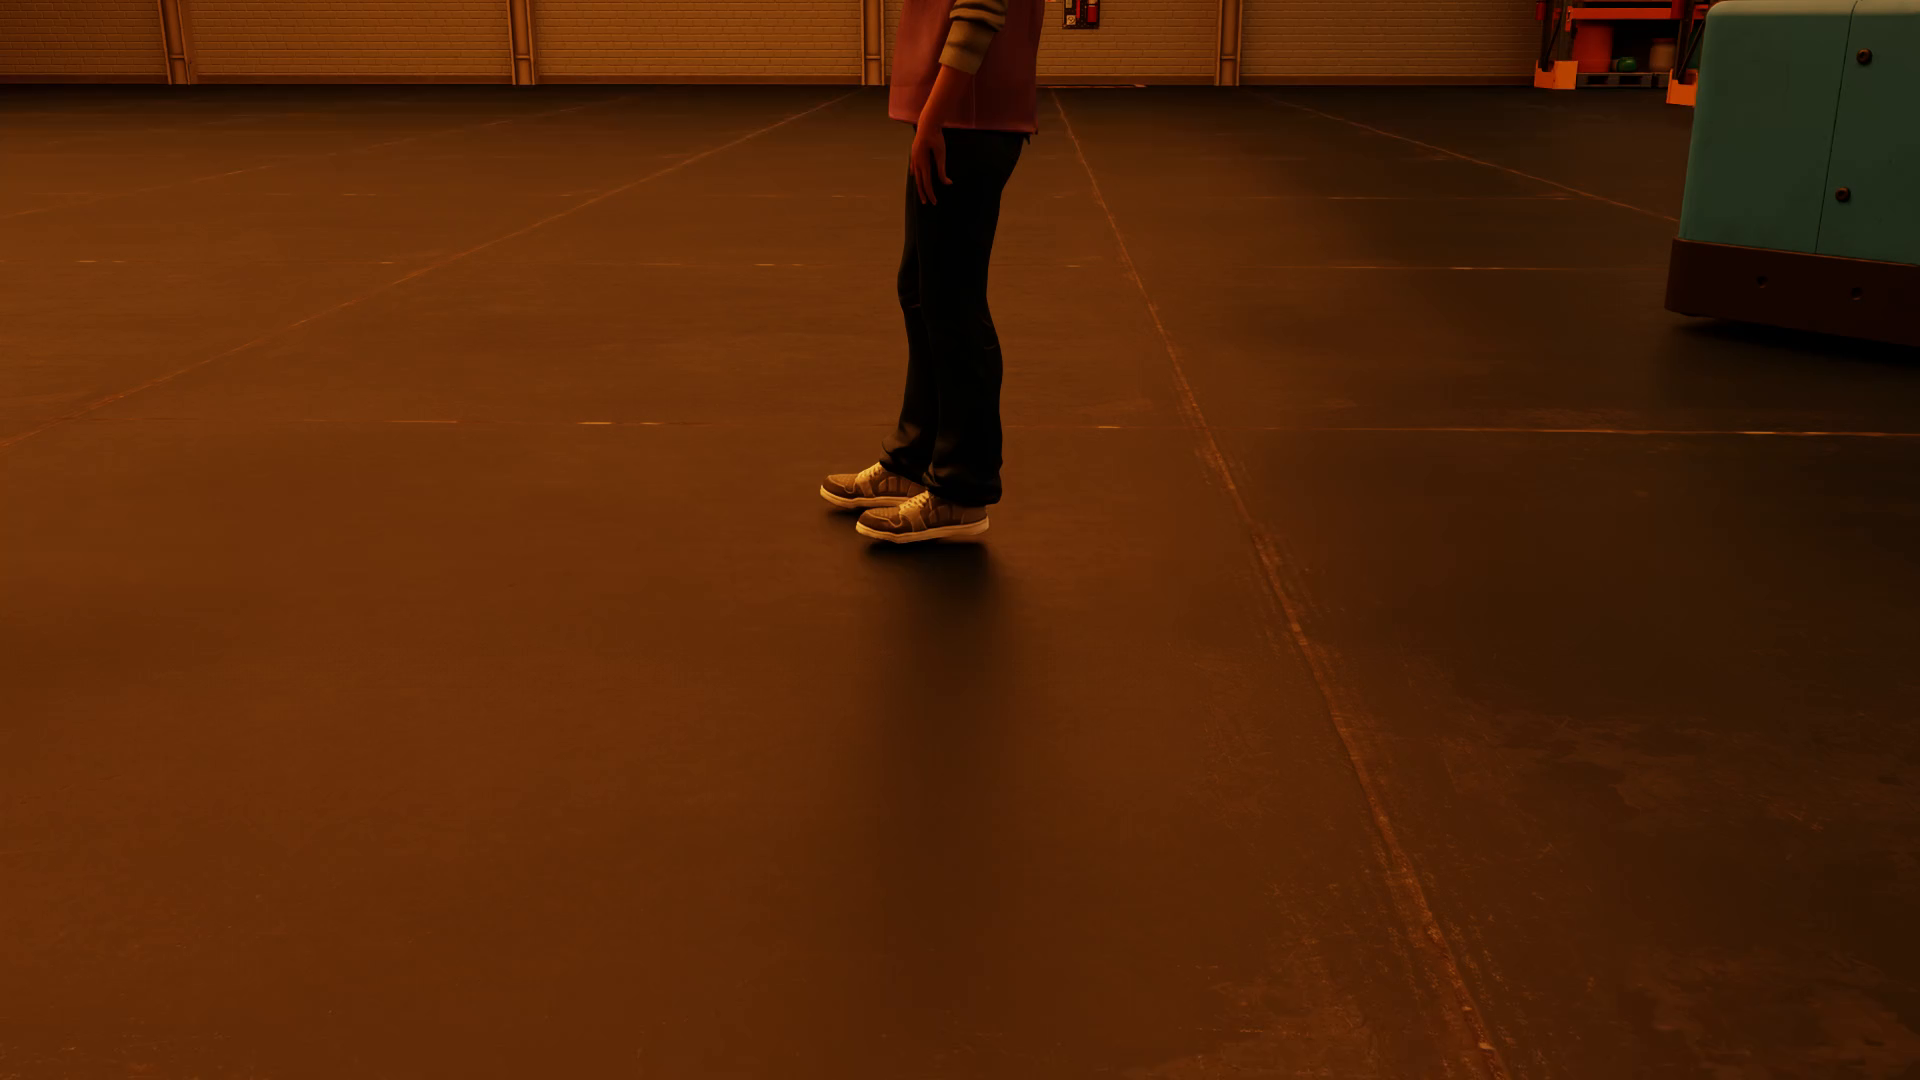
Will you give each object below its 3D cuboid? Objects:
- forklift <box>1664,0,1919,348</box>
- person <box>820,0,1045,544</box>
[{"bbox_3d":[3.892,-2.256,5.693,3.031,2.935,1.130,-12,21,-34],"label":"forklift"},{"bbox_3d":[-0.074,-0.775,3.148,0.473,1.599,0.520,1,17,2],"label":"person"}]
